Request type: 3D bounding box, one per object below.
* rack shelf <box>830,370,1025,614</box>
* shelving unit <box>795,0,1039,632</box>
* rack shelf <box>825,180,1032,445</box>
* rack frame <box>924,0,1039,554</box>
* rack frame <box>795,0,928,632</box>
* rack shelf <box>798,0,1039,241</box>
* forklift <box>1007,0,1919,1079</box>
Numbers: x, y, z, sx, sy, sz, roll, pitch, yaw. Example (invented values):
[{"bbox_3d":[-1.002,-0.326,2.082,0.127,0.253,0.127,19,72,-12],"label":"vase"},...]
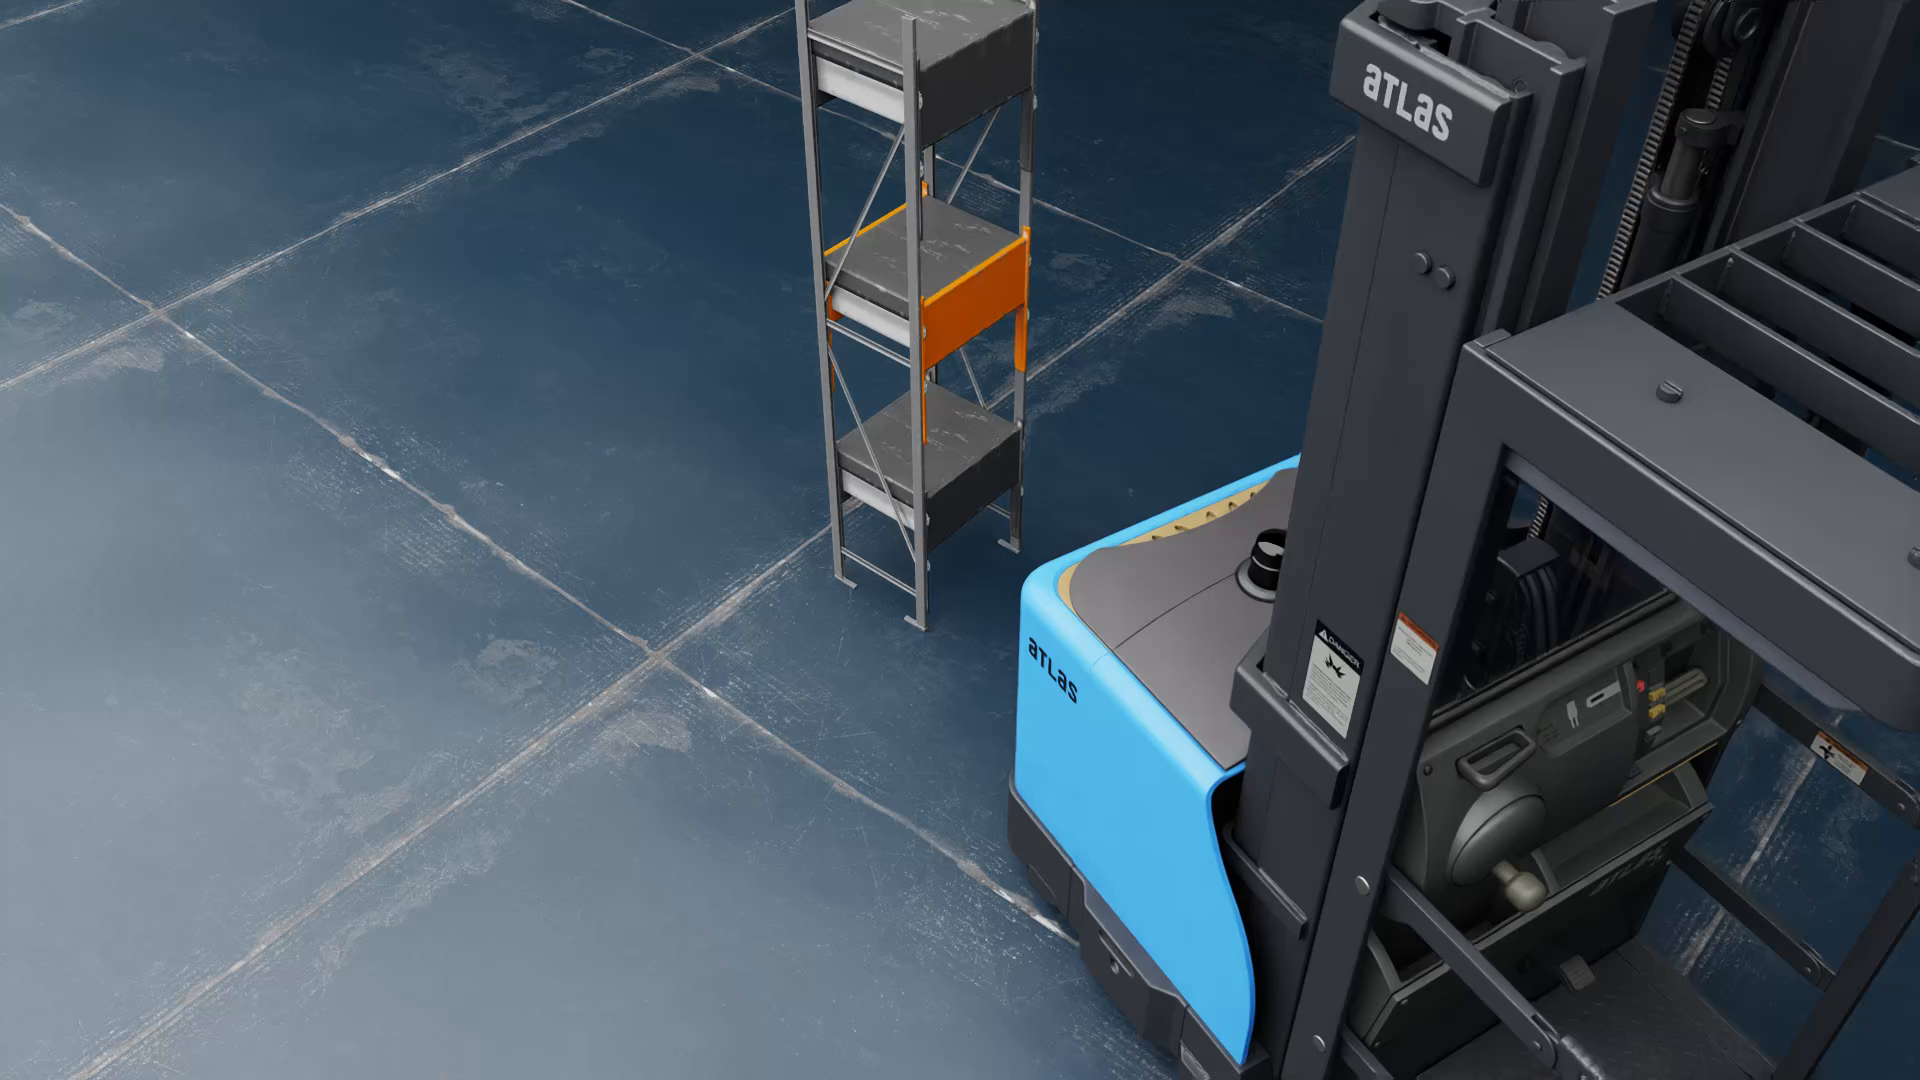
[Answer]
[{"bbox_3d":[-0.107,-0.164,5.430,0.431,0.518,0.480,29,50,28],"label":"rack shelf"},{"bbox_3d":[-0.107,-0.692,4.950,0.431,2.100,0.503,29,50,28],"label":"shelving unit"},{"bbox_3d":[-0.107,-0.682,4.959,0.431,0.518,0.480,29,50,28],"label":"rack shelf"},{"bbox_3d":[0.050,-0.817,5.088,0.400,2.100,0.015,29,50,28],"label":"rack frame"},{"bbox_3d":[-0.264,-0.566,4.812,0.400,2.100,0.015,29,50,28],"label":"rack frame"},{"bbox_3d":[-0.107,-1.199,4.488,0.431,0.518,0.480,29,50,28],"label":"rack shelf"},{"bbox_3d":[1.334,0.467,3.058,1.130,2.935,3.031,-22,47,-23],"label":"forklift"}]
